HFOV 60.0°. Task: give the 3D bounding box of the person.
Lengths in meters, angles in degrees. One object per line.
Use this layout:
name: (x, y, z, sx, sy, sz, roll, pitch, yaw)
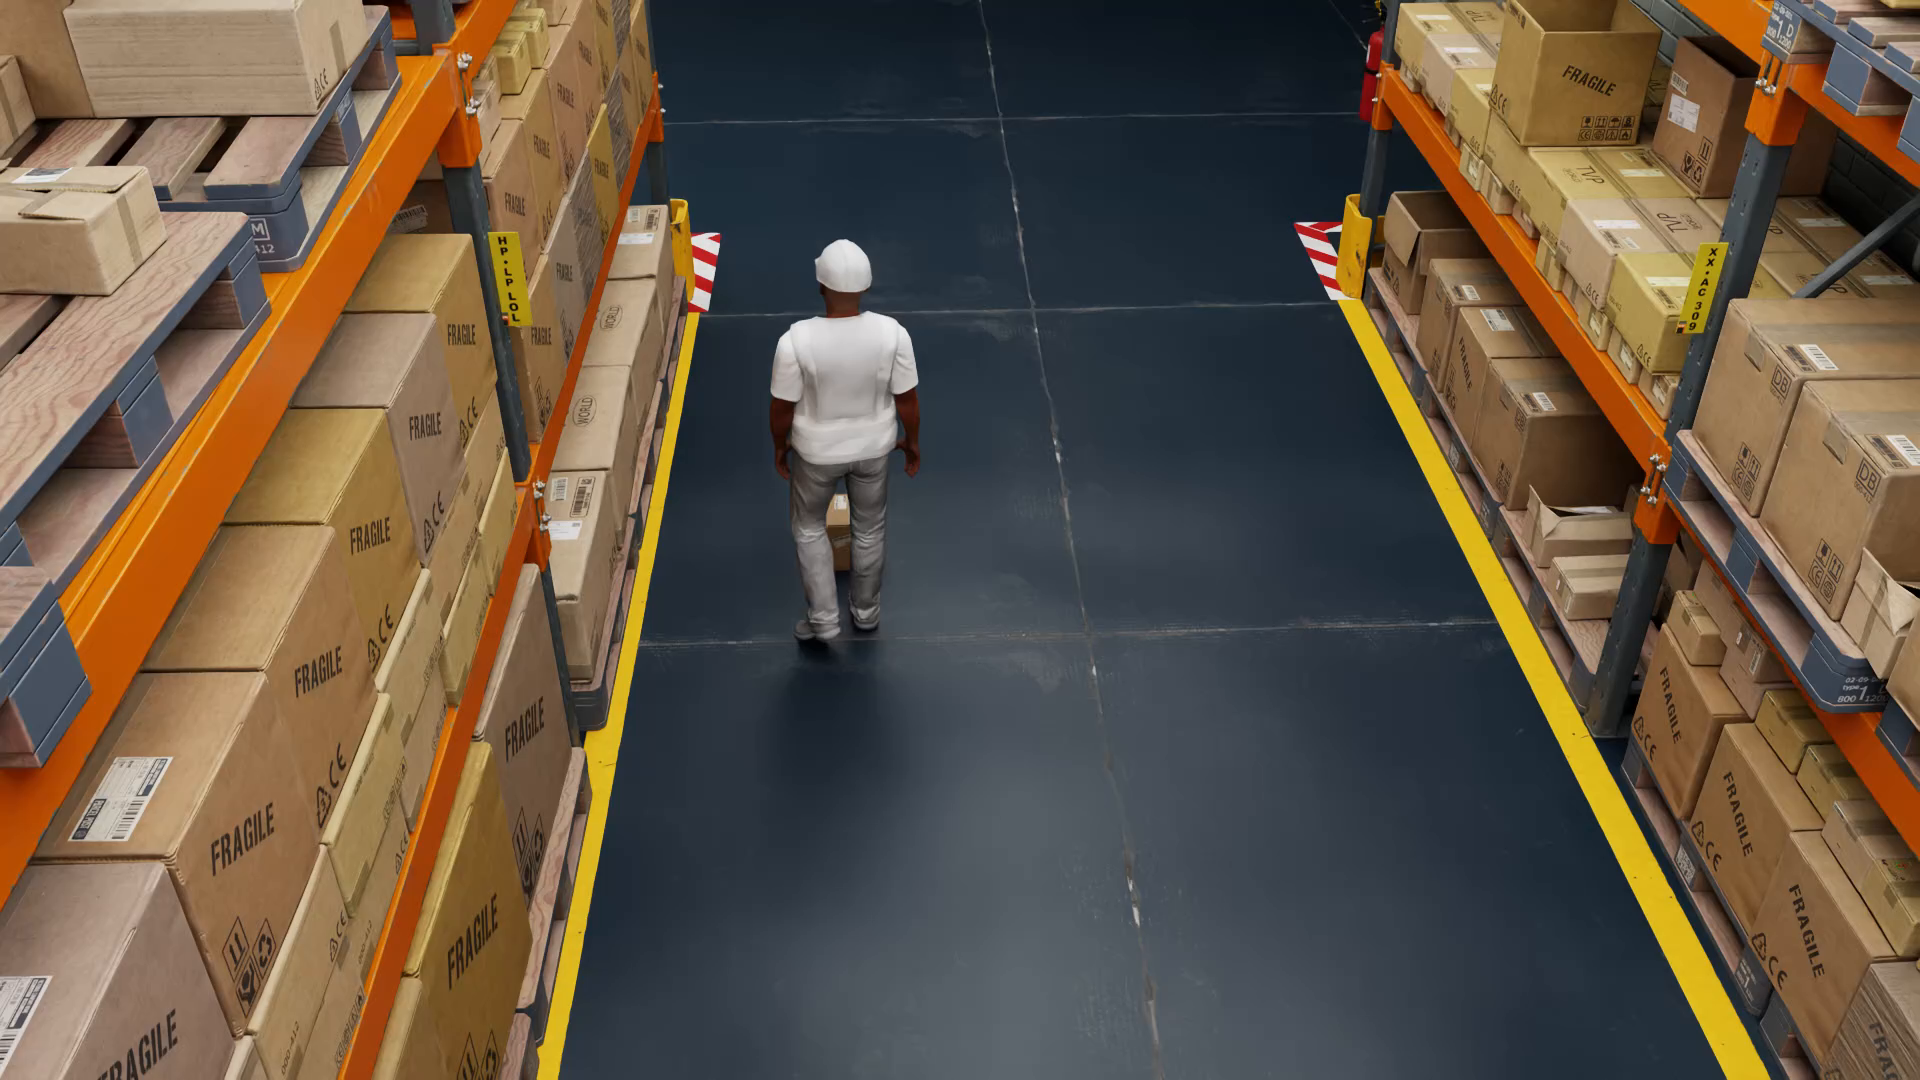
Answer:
person: (-0.451, -0.365, 6.641, 0.597, 1.794, 0.454, -6, 36, -9)
